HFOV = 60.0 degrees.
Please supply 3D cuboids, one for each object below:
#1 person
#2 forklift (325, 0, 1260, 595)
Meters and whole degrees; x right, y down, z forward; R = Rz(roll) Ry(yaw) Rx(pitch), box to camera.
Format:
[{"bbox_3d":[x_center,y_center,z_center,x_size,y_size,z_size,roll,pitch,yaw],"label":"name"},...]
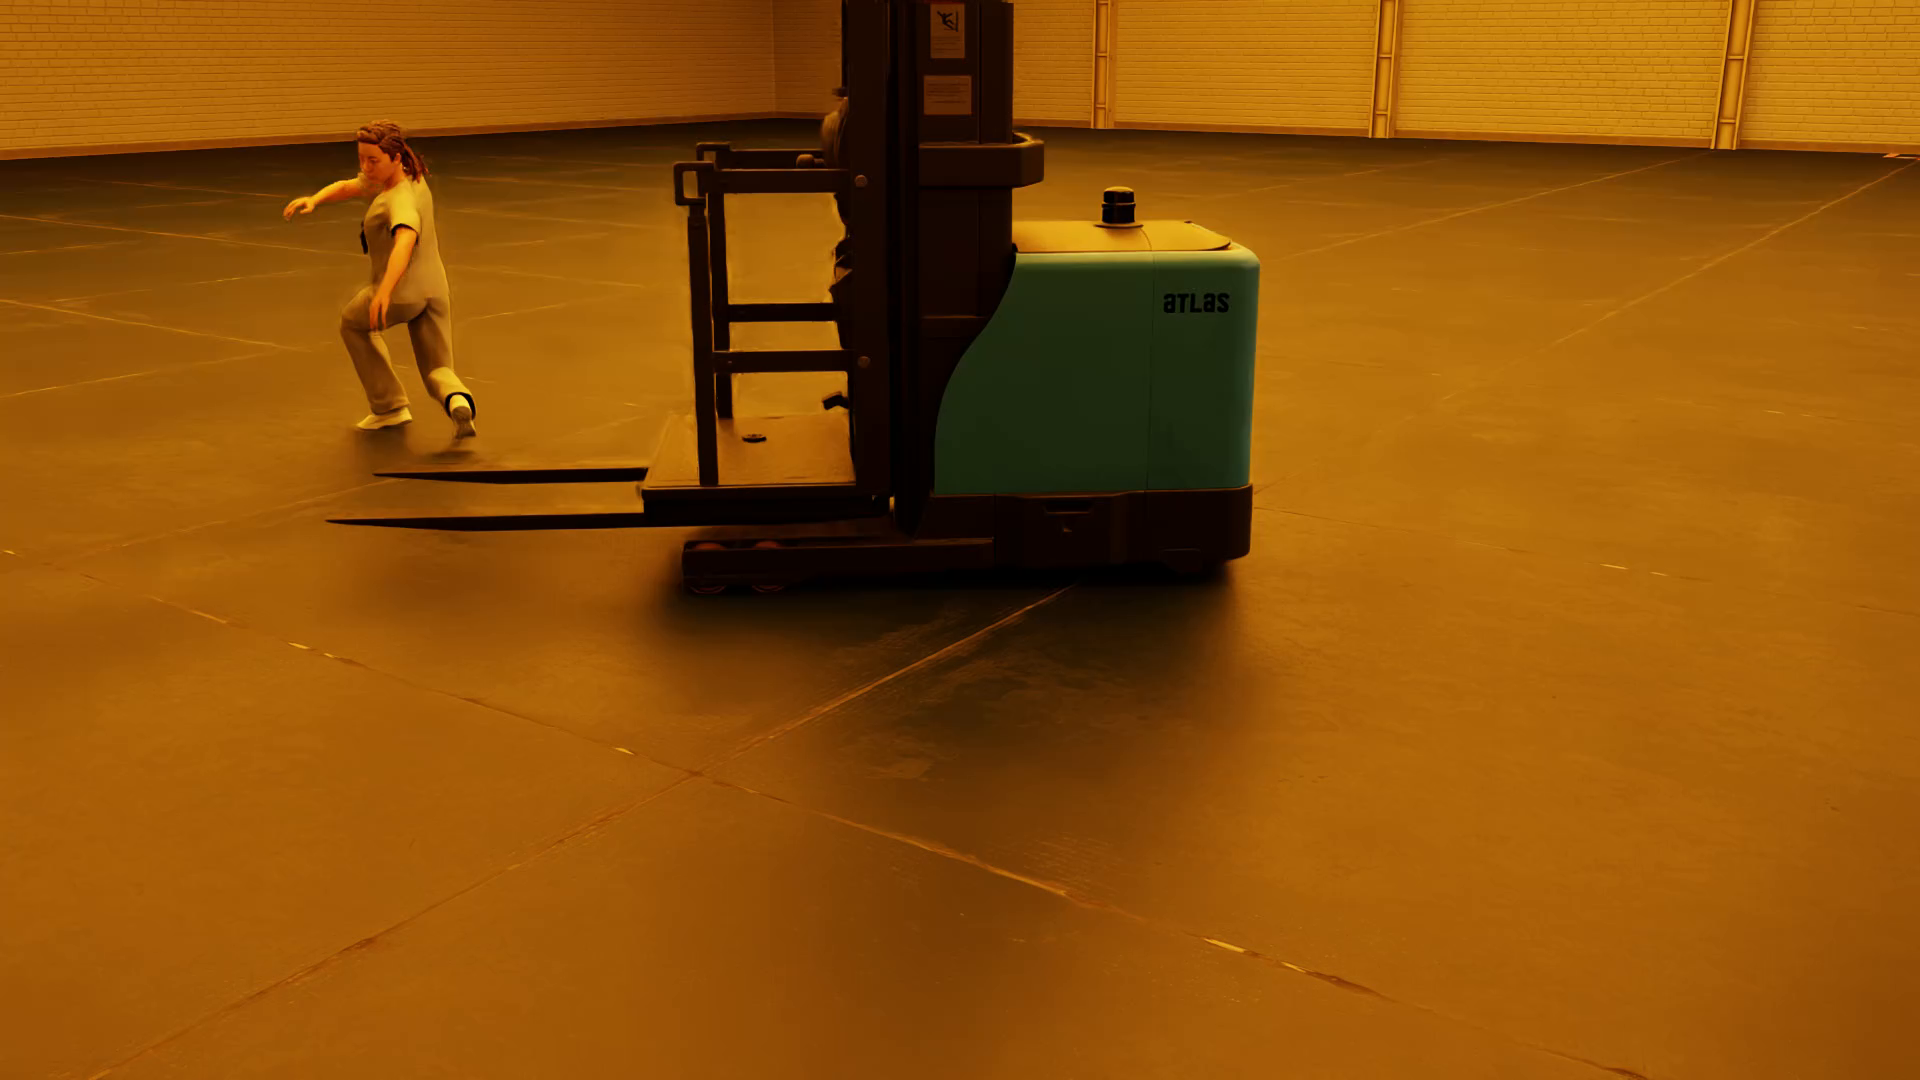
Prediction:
[{"bbox_3d":[-2.483,-1.080,7.198,0.947,1.441,0.684,10,19,29],"label":"person"},{"bbox_3d":[-0.576,-1.386,5.467,3.031,2.935,1.130,-1,17,-5],"label":"forklift"}]
